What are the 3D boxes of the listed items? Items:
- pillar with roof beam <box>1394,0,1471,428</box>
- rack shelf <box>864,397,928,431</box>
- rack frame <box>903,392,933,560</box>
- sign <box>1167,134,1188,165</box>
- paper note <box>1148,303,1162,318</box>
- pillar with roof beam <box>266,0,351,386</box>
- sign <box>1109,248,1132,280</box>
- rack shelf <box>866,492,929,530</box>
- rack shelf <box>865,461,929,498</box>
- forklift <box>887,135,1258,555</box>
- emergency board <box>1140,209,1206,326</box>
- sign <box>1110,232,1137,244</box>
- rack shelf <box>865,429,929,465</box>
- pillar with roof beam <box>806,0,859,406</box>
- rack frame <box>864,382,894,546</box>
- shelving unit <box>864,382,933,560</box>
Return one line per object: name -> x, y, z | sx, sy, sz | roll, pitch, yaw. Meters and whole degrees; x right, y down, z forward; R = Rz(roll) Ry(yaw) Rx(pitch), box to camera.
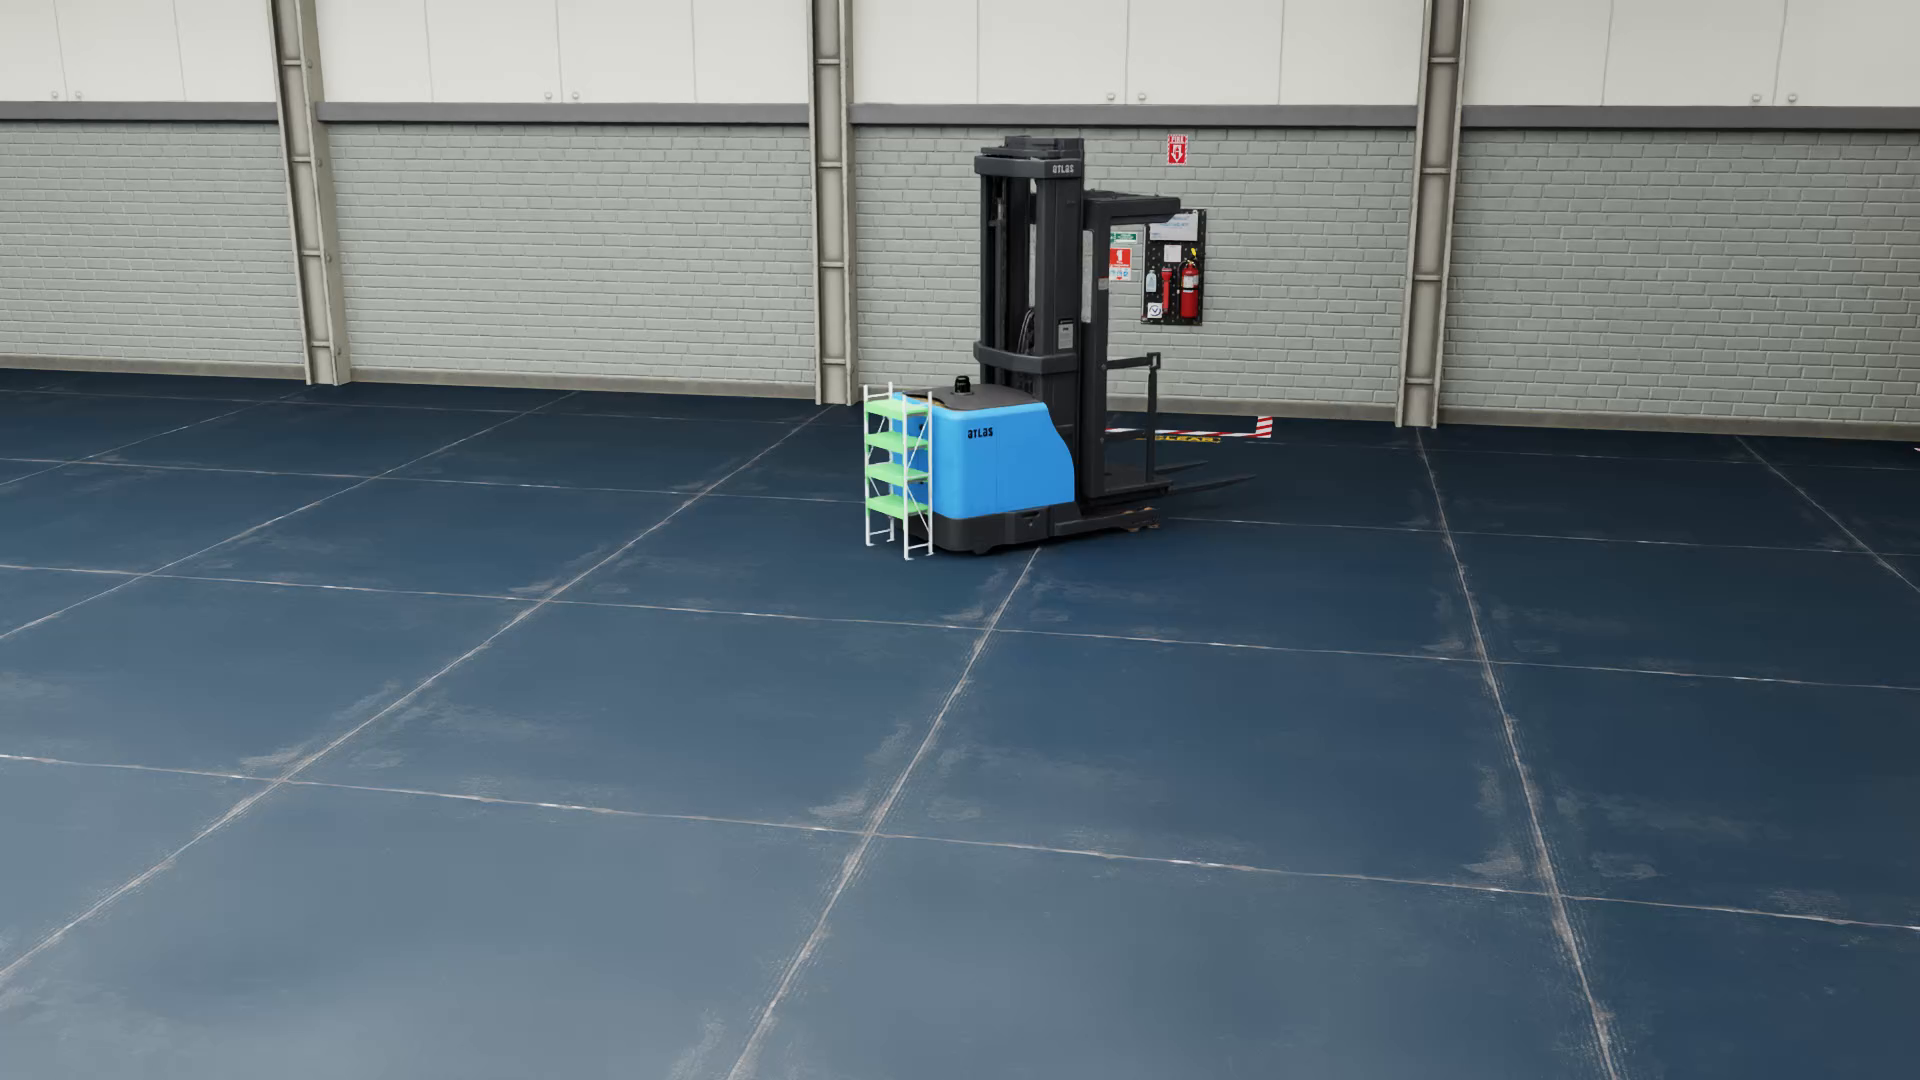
pillar with roof beam -> 3.708, -4.368, 11.402 | 0.400, 9.000, 9.100 | 3, 16, 11
rack shelf -> -0.448, -0.906, 11.956 | 0.258, 0.148, 0.480 | -11, 19, -36
rack frame -> -0.300, -0.453, 11.880 | 0.240, 1.200, 0.015 | -11, 19, -36
sign -> 2.164, -3.888, 16.566 | 0.199, 0.298, 0.001 | 3, 16, 11
paper note -> 1.992, -2.347, 16.996 | 0.142, 0.148, 0.016 | 3, 16, 11
pillar with roof beam -> -8.051, -5.006, 13.707 | 0.400, 9.000, 9.100 | 3, 16, 11
sign -> 1.631, -2.818, 16.978 | 0.234, 0.329, 0.001 | 3, 16, 11
rack shelf -> -0.448, -0.212, 12.148 | 0.258, 0.148, 0.480 | -11, 19, -36
rack shelf -> -0.448, -0.443, 12.084 | 0.258, 0.148, 0.480 | -11, 19, -36
forklift -> 0.968, -1.581, 12.710 | 3.031, 2.935, 1.130 | -9, 18, -31
emergency board -> 2.152, -2.744, 16.779 | 0.643, 1.169, 0.194 | 3, 16, 11
sign -> 1.633, -3.071, 16.898 | 0.331, 0.109, 0.001 | 3, 16, 11
rack shelf -> -0.448, -0.675, 12.020 | 0.258, 0.148, 0.480 | -11, 19, -36
pillar with roof beam -> -2.172, -4.687, 12.555 | 0.400, 9.000, 9.100 | 3, 16, 11
rack frame -> -0.596, -0.557, 12.254 | 0.240, 1.200, 0.015 | -11, 19, -36
shelving unit -> -0.448, -0.505, 12.067 | 0.258, 1.200, 0.503 | -11, 19, -36
